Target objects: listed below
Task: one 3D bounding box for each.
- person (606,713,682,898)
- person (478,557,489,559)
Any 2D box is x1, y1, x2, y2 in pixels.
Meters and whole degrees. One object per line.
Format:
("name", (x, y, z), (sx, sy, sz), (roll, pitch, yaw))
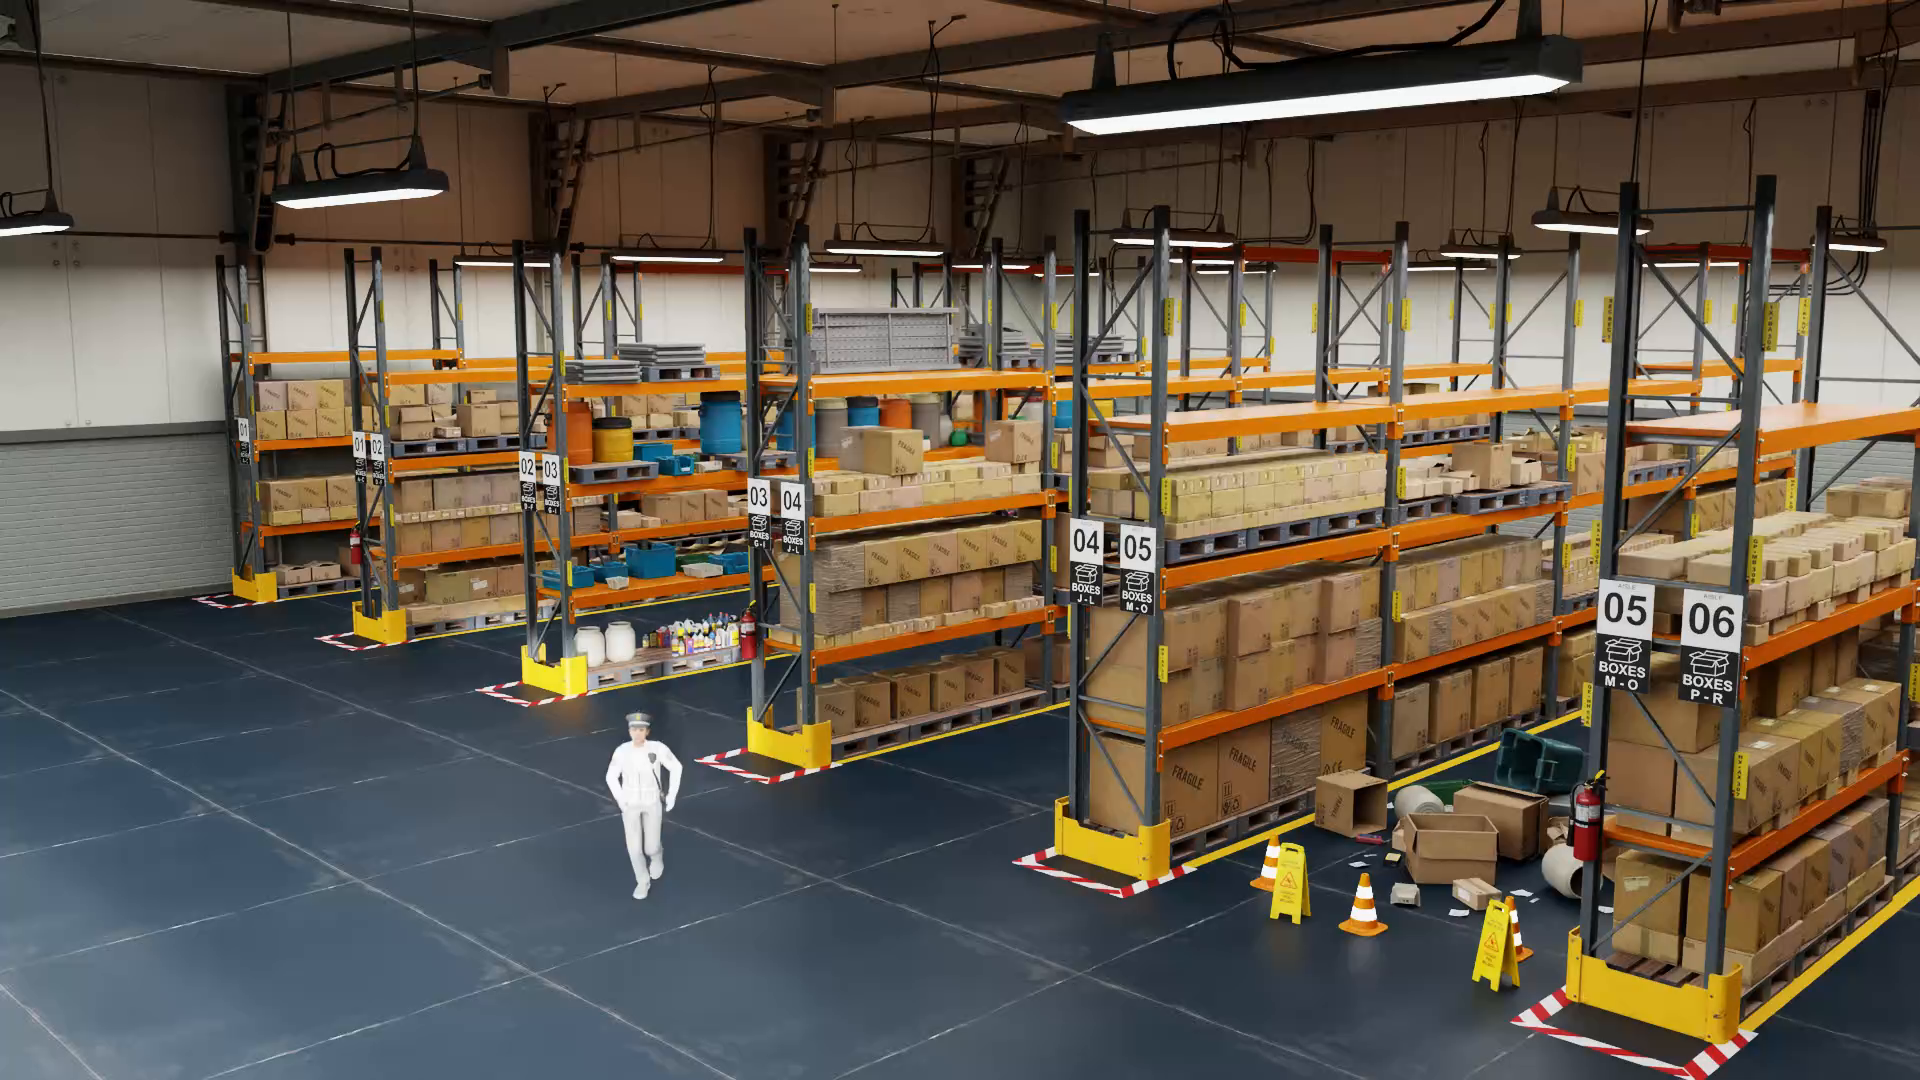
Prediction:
("person", (-2.769, 2.303, 14.572), (0.653, 1.656, 0.571), (-1, 8, -5))
("person", (-8.336, 0.252, 28.982), (0.606, 1.630, 0.544), (7, 11, 42))
